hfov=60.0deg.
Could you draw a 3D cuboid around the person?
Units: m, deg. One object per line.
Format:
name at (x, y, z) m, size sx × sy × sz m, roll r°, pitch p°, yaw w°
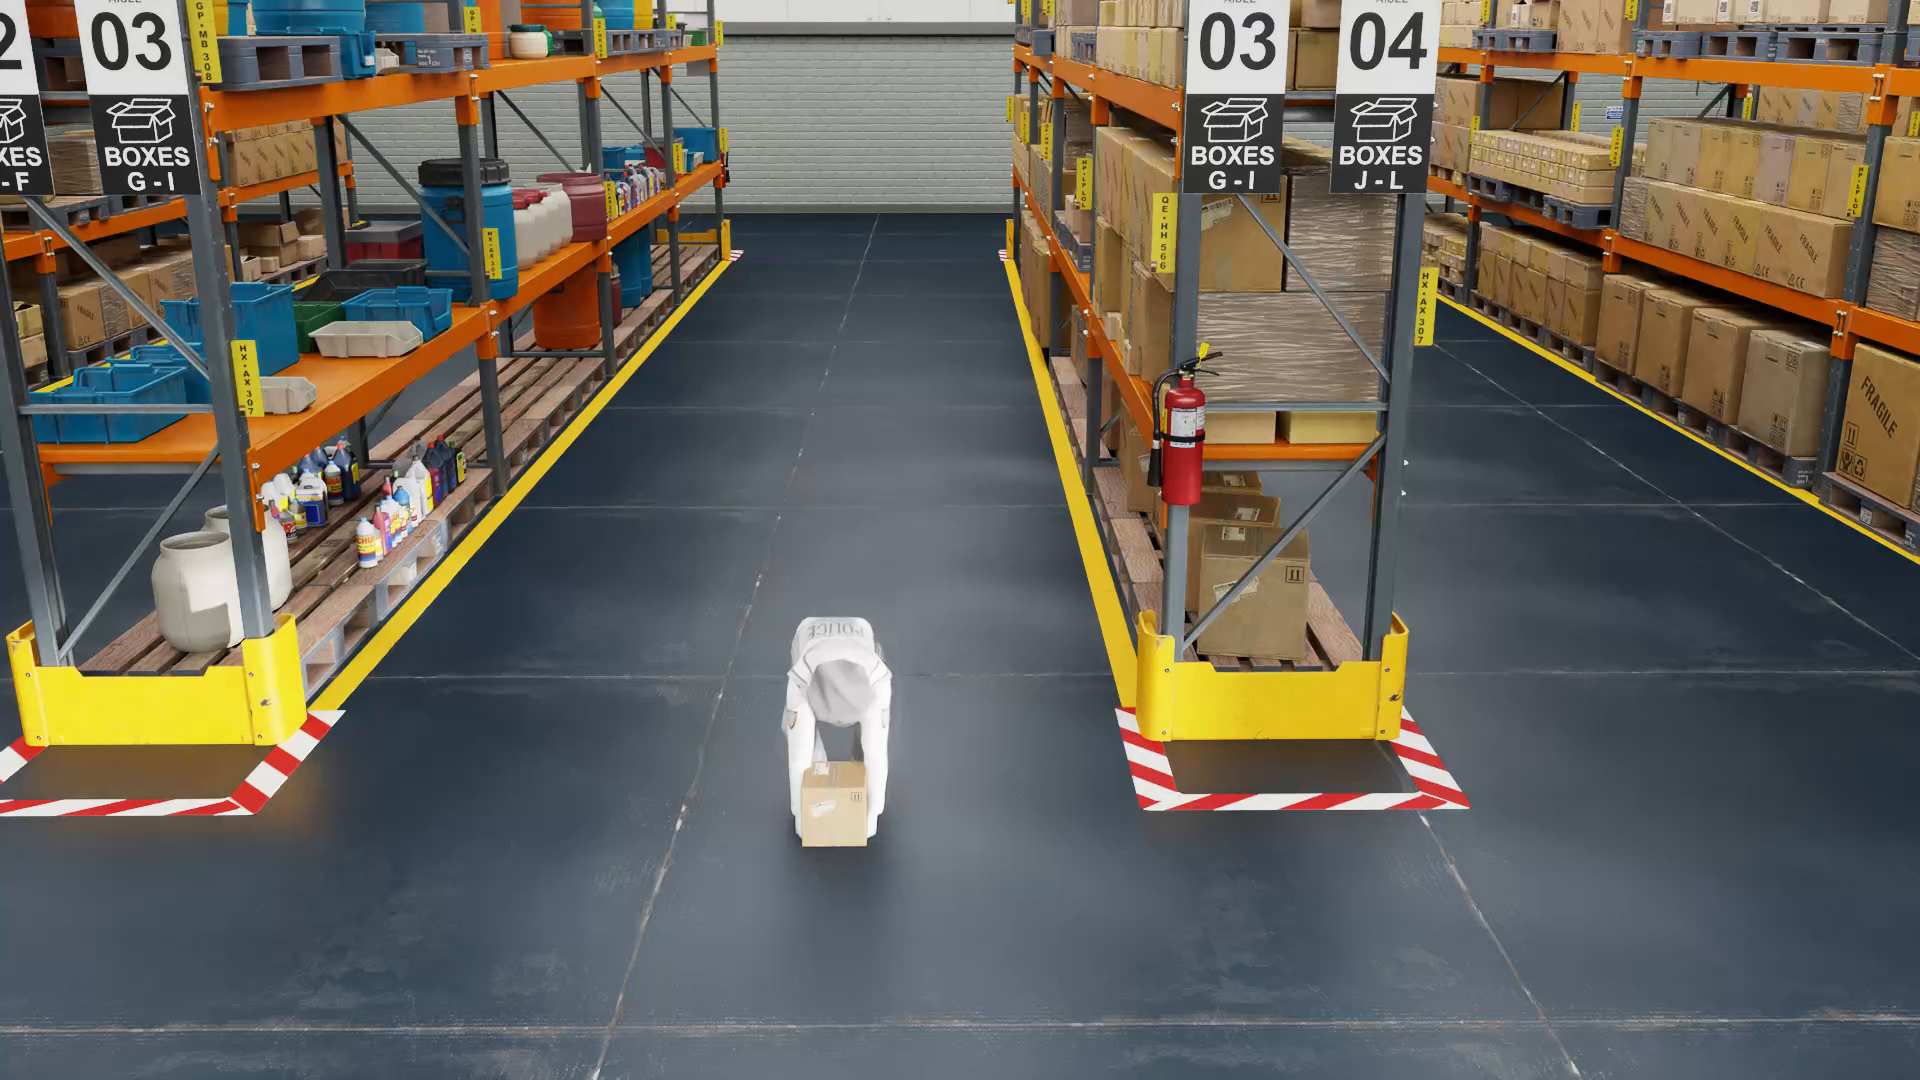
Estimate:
person at (-0.502, 0.724, 6.788) m, size 0.448 × 0.761 × 0.914 m, roll -1°, pitch 17°, yaw -2°
